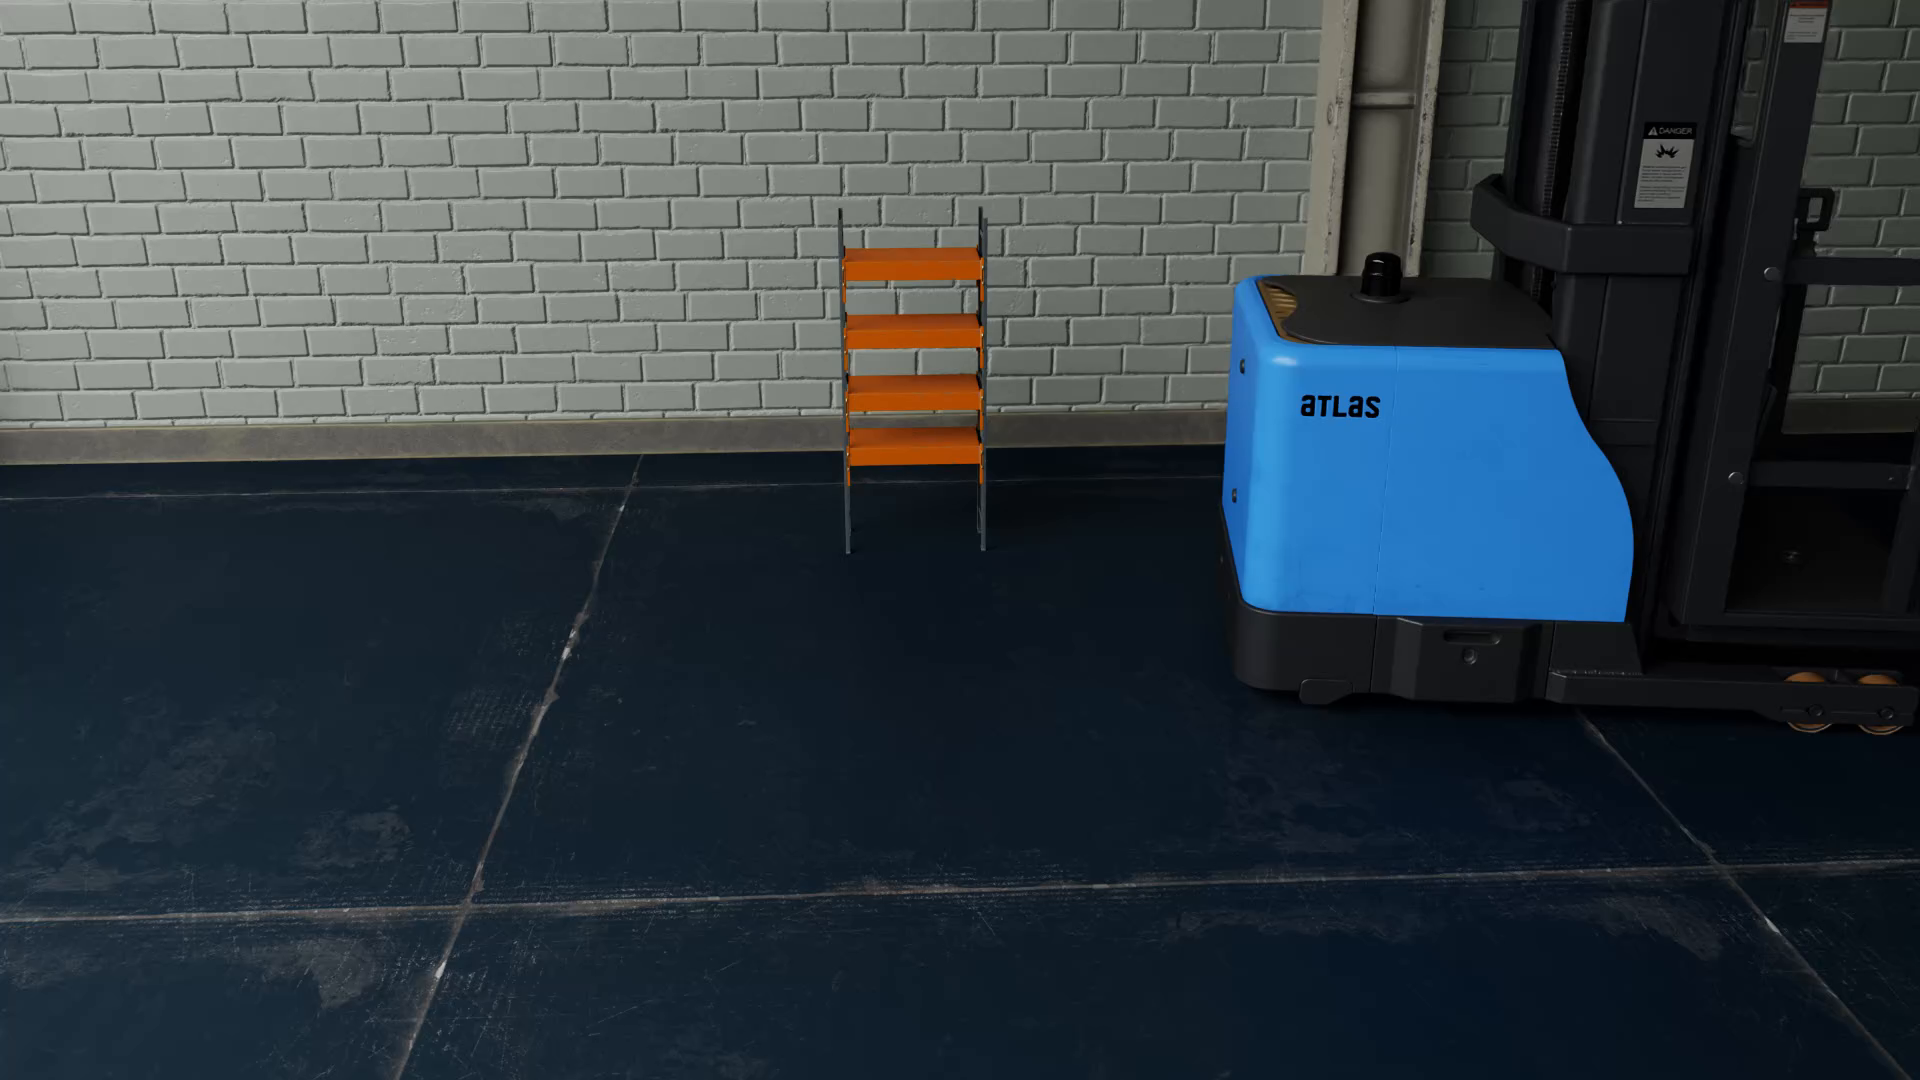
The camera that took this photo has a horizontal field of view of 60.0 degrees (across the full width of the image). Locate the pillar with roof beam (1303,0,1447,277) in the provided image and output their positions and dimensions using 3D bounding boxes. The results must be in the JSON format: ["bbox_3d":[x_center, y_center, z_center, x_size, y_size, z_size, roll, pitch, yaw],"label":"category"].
[{"bbox_3d":[1.898,-3.061,1.512,0.400,9.000,9.100,-1,21,-3],"label":"pillar with roof beam"}]

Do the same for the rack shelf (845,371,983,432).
[{"bbox_3d":[-0.165,-0.494,5.923,0.480,0.148,0.258,-1,21,-3],"label":"rack shelf"}]

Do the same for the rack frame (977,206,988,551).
[{"bbox_3d":[0.078,-0.562,5.912,0.015,1.200,0.240,-1,21,-3],"label":"rack frame"}]

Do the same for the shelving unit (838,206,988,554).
[{"bbox_3d":[-0.165,-0.557,5.899,0.503,1.200,0.258,-1,21,-3],"label":"shelving unit"}]

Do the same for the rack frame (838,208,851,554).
[{"bbox_3d":[-0.409,-0.552,5.886,0.015,1.200,0.240,-1,21,-3],"label":"rack frame"}]

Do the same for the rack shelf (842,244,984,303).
[{"bbox_3d":[-0.165,-0.925,5.759,0.480,0.148,0.258,-1,21,-3],"label":"rack shelf"}]

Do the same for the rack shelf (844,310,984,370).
[{"bbox_3d":[-0.165,-0.704,5.843,0.480,0.148,0.258,-1,21,-3],"label":"rack shelf"}]

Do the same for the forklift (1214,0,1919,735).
[{"bbox_3d":[2.346,-1.018,4.675,3.031,2.935,1.130,2,21,4],"label":"forklift"}]

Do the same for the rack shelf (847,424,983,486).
[{"bbox_3d":[-0.165,-0.309,5.993,0.480,0.148,0.258,-1,21,-3],"label":"rack shelf"}]
